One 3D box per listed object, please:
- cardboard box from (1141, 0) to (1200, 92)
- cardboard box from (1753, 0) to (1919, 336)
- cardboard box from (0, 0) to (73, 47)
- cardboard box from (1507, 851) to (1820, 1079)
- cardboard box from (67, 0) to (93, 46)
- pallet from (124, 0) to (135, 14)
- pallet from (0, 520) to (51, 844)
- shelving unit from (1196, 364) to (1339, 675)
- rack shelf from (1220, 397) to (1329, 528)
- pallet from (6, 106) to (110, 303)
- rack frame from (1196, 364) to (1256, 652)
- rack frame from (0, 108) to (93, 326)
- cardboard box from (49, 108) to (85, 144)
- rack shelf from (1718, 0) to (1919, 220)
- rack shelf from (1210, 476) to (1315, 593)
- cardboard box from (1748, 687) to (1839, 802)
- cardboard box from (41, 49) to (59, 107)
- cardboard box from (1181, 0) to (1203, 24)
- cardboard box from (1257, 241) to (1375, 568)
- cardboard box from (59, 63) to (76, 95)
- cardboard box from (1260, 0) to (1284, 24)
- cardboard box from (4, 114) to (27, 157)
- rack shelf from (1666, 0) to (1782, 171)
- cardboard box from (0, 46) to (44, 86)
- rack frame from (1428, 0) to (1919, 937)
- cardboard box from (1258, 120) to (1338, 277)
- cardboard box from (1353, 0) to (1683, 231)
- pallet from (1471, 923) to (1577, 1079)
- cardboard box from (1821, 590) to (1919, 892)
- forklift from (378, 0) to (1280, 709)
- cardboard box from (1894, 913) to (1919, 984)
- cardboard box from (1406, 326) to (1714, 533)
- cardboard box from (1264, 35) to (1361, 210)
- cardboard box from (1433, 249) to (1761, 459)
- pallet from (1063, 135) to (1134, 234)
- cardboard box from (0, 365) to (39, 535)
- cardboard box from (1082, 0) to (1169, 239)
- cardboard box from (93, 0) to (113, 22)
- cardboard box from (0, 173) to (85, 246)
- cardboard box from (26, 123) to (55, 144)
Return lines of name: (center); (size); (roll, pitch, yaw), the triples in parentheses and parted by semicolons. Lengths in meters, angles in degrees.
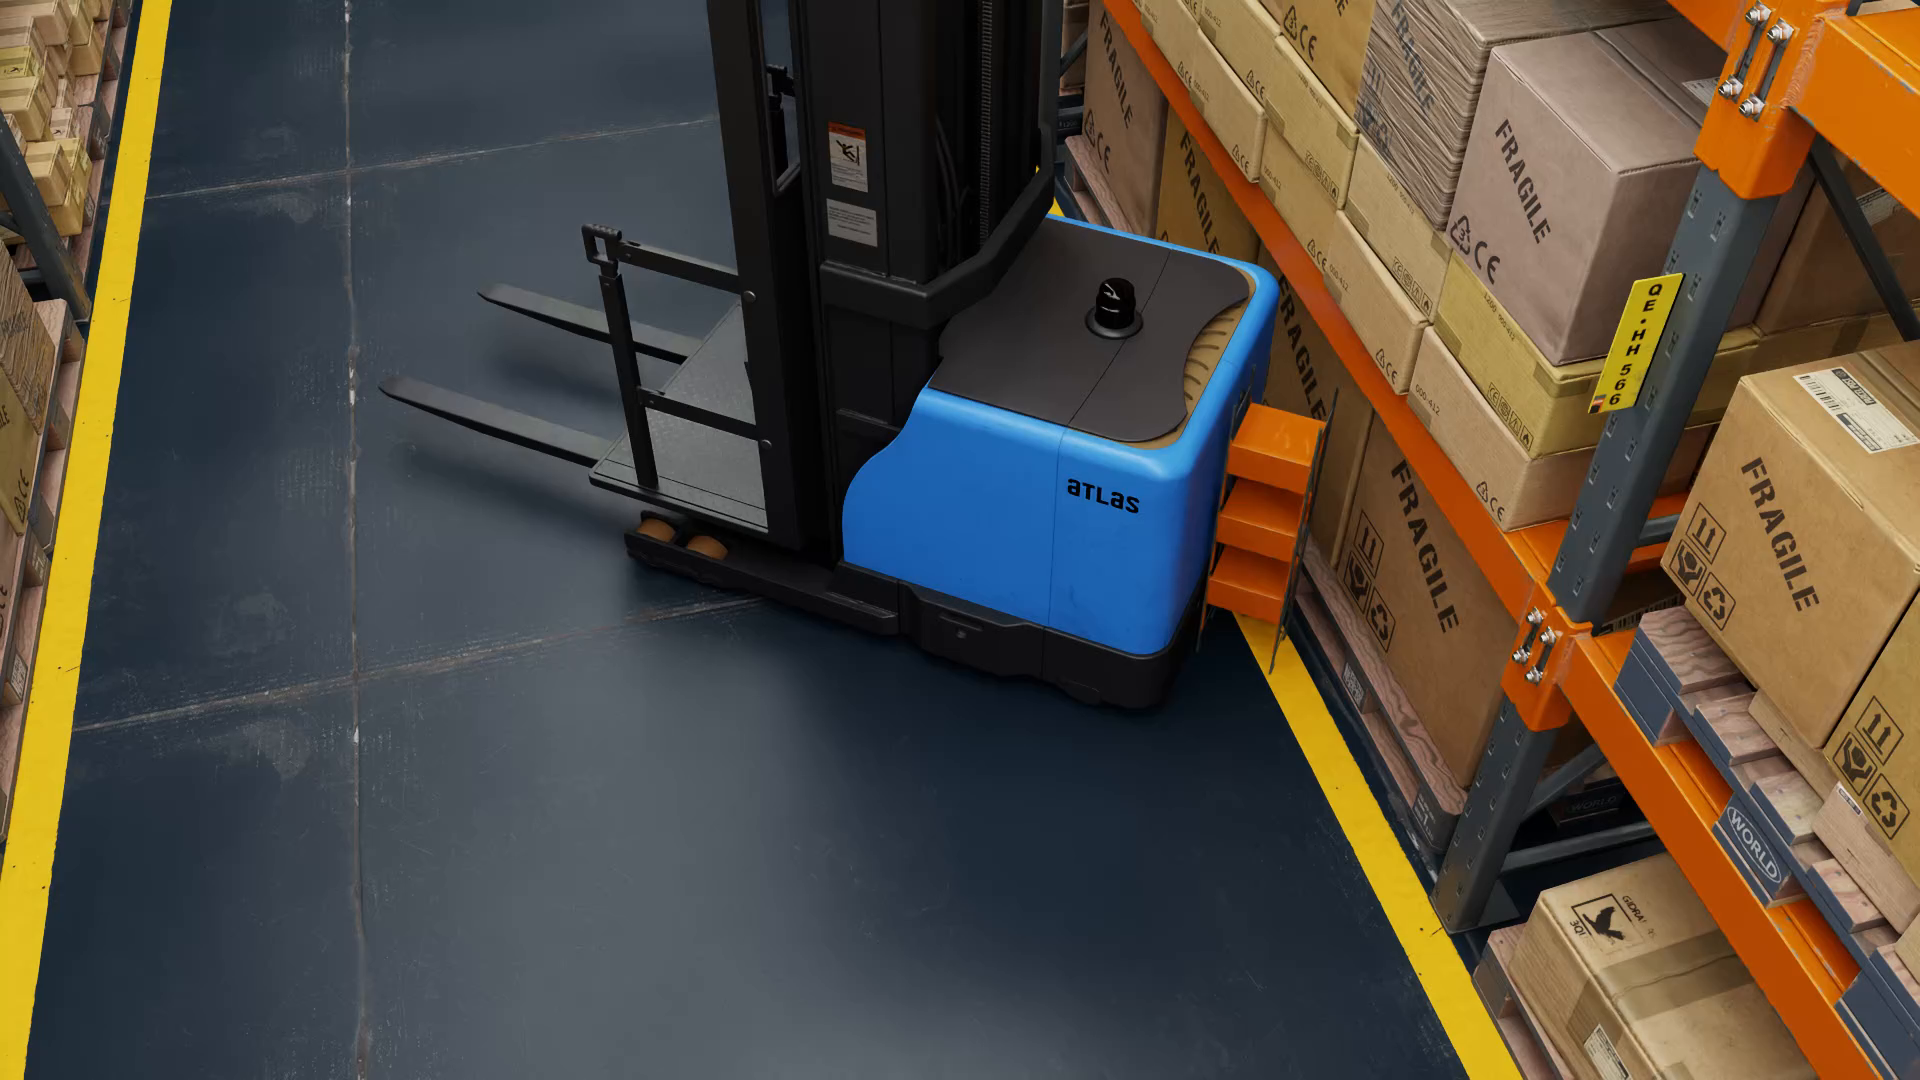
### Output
cardboard box: (0.918, -1.716, 5.436); (0.500, 0.250, 0.500); (-11, 47, -11)
cardboard box: (1.945, -0.842, 3.705); (0.500, 0.500, 0.500); (-12, 47, -12)
cardboard box: (-4.037, -2.225, 7.116); (0.380, 0.149, 0.250); (-10, 46, -9)
cardboard box: (1.970, 1.092, 4.125); (0.950, 0.372, 0.625); (-14, 47, -13)
cardboard box: (-4.098, -2.308, 7.405); (0.380, 0.149, 0.250); (-11, 47, -11)
pallet: (-4.779, -3.025, 8.567); (1.003, 0.211, 1.213); (-11, 47, -10)
pallet: (-3.432, 0.498, 5.114); (1.003, 0.211, 1.213); (-11, 47, -10)
shelving unit: (0.920, -0.036, 5.050); (0.252, 1.050, 0.215); (17, 48, 16)
rack shelf: (0.919, -0.228, 4.855); (0.240, 0.259, 0.215); (17, 48, 16)
pallet: (-4.155, -1.340, 6.916); (1.003, 0.211, 1.213); (-11, 47, -10)
rack frame: (0.807, -0.071, 5.084); (0.008, 1.050, 0.200); (17, 48, 16)
rack frame: (-3.948, -1.859, 5.472); (1.000, 3.000, 0.127); (-11, 47, -10)
cardboard box: (-3.913, -1.664, 6.983); (0.380, 0.149, 0.250); (-11, 47, -11)
rack shelf: (2.347, 0.510, 1.553); (1.077, 0.370, 4.000); (-11, 47, -10)
rack shelf: (0.920, -0.029, 5.058); (0.240, 0.259, 0.215); (17, 48, 16)
cardboard box: (1.778, 0.328, 3.210); (0.380, 0.149, 0.250); (-13, 47, -13)
cardboard box: (-4.047, -1.928, 7.033); (0.380, 0.149, 0.250); (-13, 47, -12)
cardboard box: (0.915, -1.893, 5.260); (0.500, 0.250, 0.500); (-10, 46, -10)
cardboard box: (1.514, -0.584, 5.416); (0.875, 0.875, 0.875); (-10, 46, -10)
cardboard box: (-4.129, -2.010, 7.321); (0.380, 0.149, 0.250); (-13, 47, -12)
cardboard box: (1.067, -1.814, 4.657); (0.500, 0.500, 0.500); (-11, 47, -11)
cardboard box: (-3.836, -1.492, 6.398); (0.380, 0.149, 0.250); (-9, 46, -9)
rack shelf: (1.323, -2.251, 4.259); (1.077, 0.370, 4.000); (-11, 47, -10)
cardboard box: (-3.962, -1.859, 6.757); (0.380, 0.149, 0.250); (-11, 47, -11)
rack frame: (1.835, -0.072, 3.721); (1.000, 3.000, 0.127); (-11, 47, -10)
cardboard box: (1.195, -1.022, 4.756); (0.500, 0.250, 0.500); (-11, 47, -11)
cardboard box: (1.310, -1.119, 3.976); (0.500, 0.500, 0.500); (-10, 46, -10)
pallet: (2.033, 1.444, 4.187); (1.003, 0.211, 1.213); (-11, 47, -10)
cardboard box: (1.867, 0.353, 2.731); (0.500, 0.500, 0.500); (-9, 46, -8)
forklift: (-0.575, -1.206, 4.880); (3.031, 2.935, 1.130); (17, 48, 16)
cardboard box: (1.854, 0.719, 2.827); (0.380, 0.149, 0.250); (-10, 47, -10)
cardboard box: (1.454, -0.321, 4.070); (0.500, 0.250, 0.500); (-12, 47, -12)
cardboard box: (1.180, -1.186, 4.567); (0.500, 0.250, 0.500); (-12, 47, -11)
cardboard box: (1.465, -0.483, 3.878); (0.500, 0.250, 0.500); (-11, 47, -10)
pallet: (1.081, -1.339, 6.914); (1.003, 0.211, 1.213); (-11, 47, -10)
cardboard box: (-3.384, -0.312, 5.412); (0.500, 0.500, 0.500); (-12, 47, -11)
cardboard box: (1.047, -1.824, 6.631); (0.875, 0.875, 0.875); (-9, 46, -9)
cardboard box: (-4.236, -2.562, 7.863); (0.380, 0.149, 0.250); (-10, 46, -10)
cardboard box: (-3.731, -1.318, 6.644); (0.380, 0.149, 0.250); (-13, 47, -12)
cardboard box: (-3.883, -1.579, 6.691); (0.380, 0.149, 0.250); (-10, 46, -10)
